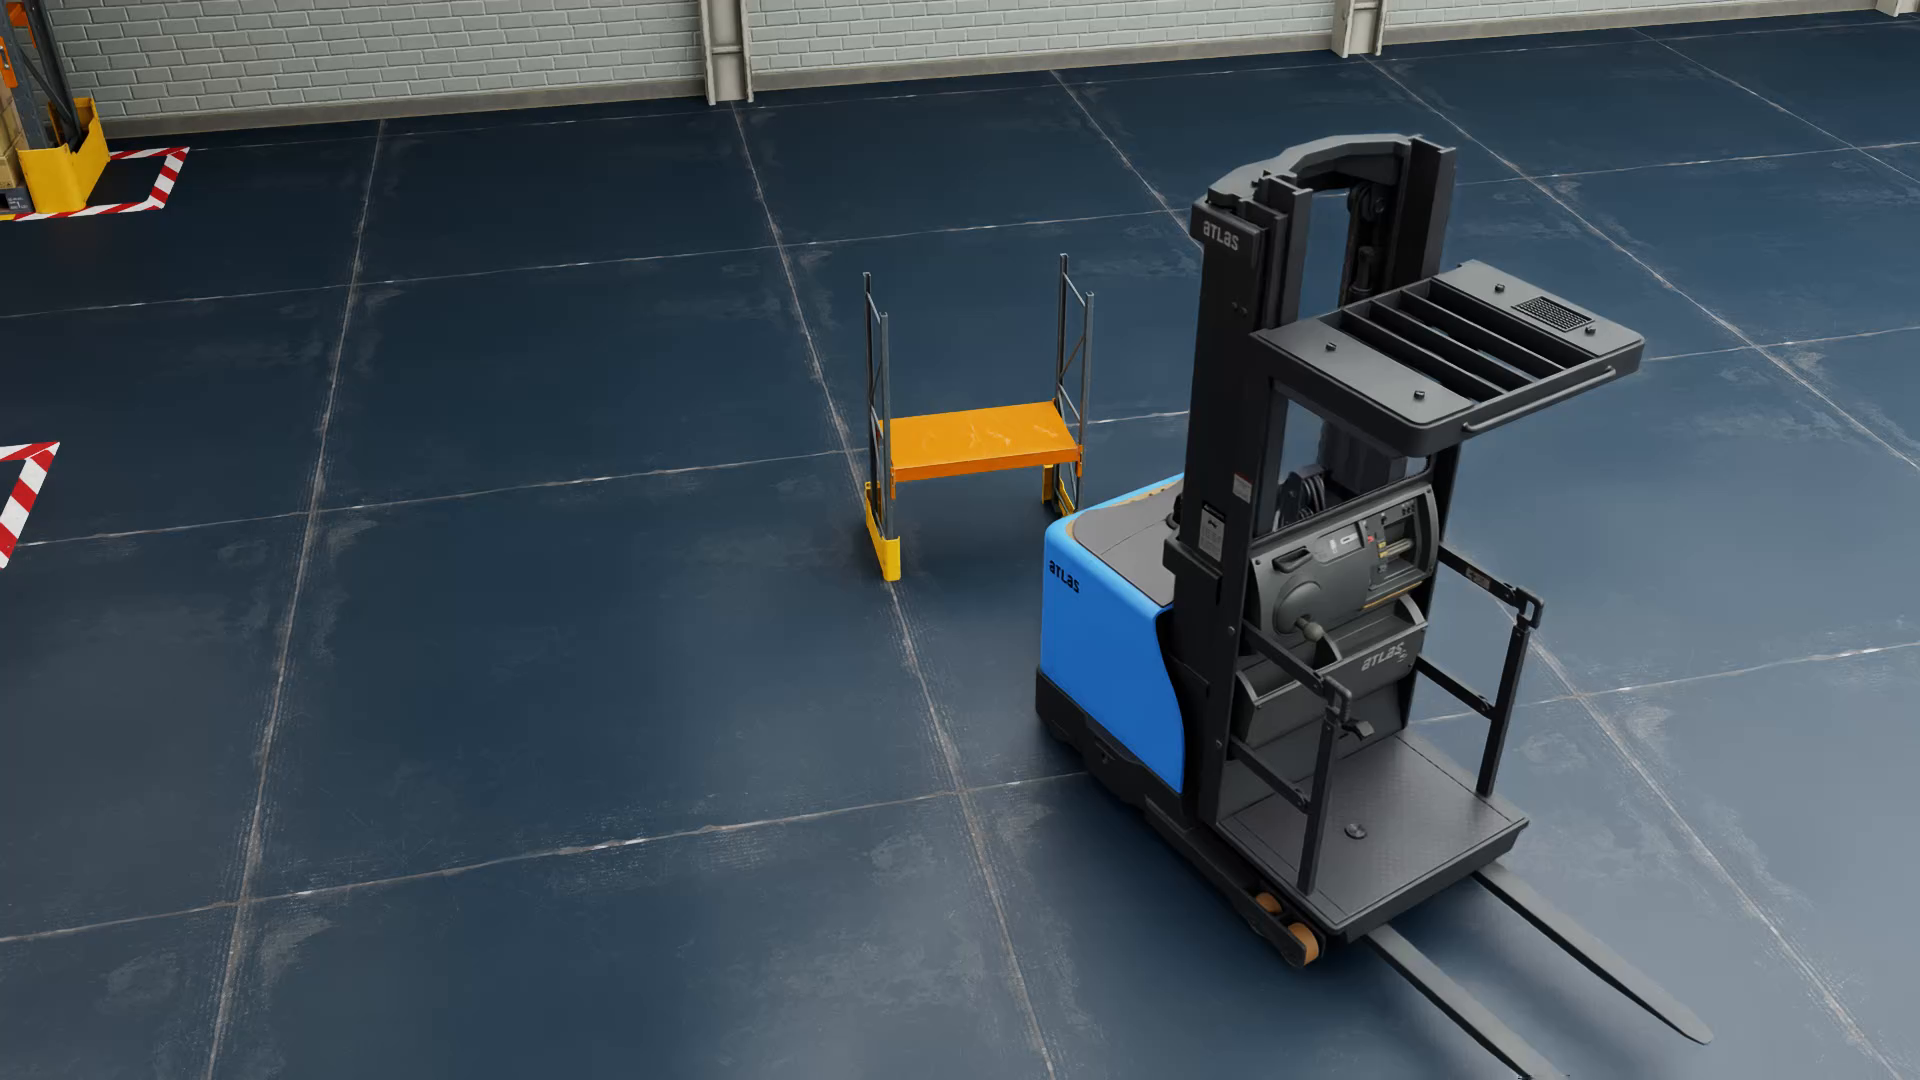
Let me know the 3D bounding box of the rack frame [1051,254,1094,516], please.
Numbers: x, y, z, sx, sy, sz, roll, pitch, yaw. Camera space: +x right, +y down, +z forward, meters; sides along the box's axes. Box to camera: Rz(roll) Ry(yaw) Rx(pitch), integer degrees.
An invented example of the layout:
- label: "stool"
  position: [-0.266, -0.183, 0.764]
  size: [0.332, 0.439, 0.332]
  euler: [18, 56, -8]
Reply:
- label: "rack frame"
  position: [0.579, -0.696, 8.664]
  size: [0.032, 1.500, 0.500]
  euler: [-7, 35, -11]

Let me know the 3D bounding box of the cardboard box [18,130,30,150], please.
- label: "cardboard box"
  position: [-7.556, -3.136, 13.046]
  size: [0.500, 0.250, 0.500]
  euler: [-7, 35, -10]

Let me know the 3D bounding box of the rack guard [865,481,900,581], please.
- label: "rack guard"
  position: [-0.411, -0.052, 8.826]
  size: [0.087, 0.250, 0.587]
  euler: [-7, 35, -11]

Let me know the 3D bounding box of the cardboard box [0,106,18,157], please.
- label: "cardboard box"
  position: [-7.440, -3.068, 12.496]
  size: [0.500, 0.250, 0.500]
  euler: [-8, 35, -11]

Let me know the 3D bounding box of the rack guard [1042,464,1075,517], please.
- label: "rack guard"
  position: [0.560, -0.174, 9.009]
  size: [0.087, 0.250, 0.587]
  euler: [-7, 35, -11]

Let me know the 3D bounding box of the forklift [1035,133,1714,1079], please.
- label: "forklift"
  position: [1.580, 0.142, 6.132]
  size: [1.130, 2.935, 3.031]
  euler: [-20, 39, -27]

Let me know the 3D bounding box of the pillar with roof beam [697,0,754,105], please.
- label: "pillar with roof beam"
  position: [-1.110, -5.351, 8.871]
  size: [0.400, 9.000, 9.100]
  euler: [-7, 35, -11]

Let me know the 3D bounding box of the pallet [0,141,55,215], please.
- label: "pallet"
  position: [-7.771, -2.783, 12.931]
  size: [1.213, 0.211, 1.003]
  euler: [-7, 35, -11]

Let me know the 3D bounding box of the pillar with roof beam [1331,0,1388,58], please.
- label: "pillar with roof beam"
  position: [4.742, -6.089, 9.970]
  size: [0.400, 9.000, 9.100]
  euler: [-7, 35, -11]

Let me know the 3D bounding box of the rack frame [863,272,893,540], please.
- label: "rack frame"
  position: [-0.413, -0.571, 8.478]
  size: [0.032, 1.500, 0.500]
  euler: [-7, 35, -11]

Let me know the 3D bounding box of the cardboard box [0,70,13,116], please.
- label: "cardboard box"
  position: [-7.414, -3.280, 12.362]
  size: [0.500, 0.250, 0.500]
  euler: [-6, 34, -9]

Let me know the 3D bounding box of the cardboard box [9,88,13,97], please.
- label: "cardboard box"
  position: [-7.544, -3.549, 12.764]
  size: [0.500, 0.250, 0.500]
  euler: [-8, 35, -11]

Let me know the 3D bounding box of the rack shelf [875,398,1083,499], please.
- label: "rack shelf"
  position: [0.083, -0.484, 8.671]
  size: [1.000, 0.185, 0.538]
  euler: [-7, 35, -11]

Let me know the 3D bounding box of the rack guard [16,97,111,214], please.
- label: "rack guard"
  position: [-7.011, -3.023, 13.029]
  size: [0.348, 0.500, 1.175]
  euler: [-7, 35, -11]

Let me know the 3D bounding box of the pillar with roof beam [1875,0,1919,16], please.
- label: "pillar with roof beam"
  position: [10.594, -6.826, 11.069]
  size: [0.400, 9.000, 9.100]
  euler: [-7, 35, -11]

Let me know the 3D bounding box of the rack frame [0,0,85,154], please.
- label: "rack frame"
  position: [-7.034, -4.058, 12.328]
  size: [0.127, 3.000, 1.000]
  euler: [-7, 35, -11]

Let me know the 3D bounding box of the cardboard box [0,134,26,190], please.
- label: "cardboard box"
  position: [-7.423, -2.861, 12.635]
  size: [0.500, 0.250, 0.500]
  euler: [-7, 34, -10]

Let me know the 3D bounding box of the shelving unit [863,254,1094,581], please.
- label: "shelving unit"
  position: [0.074, -0.632, 8.569]
  size: [1.083, 1.500, 0.587]
  euler: [-7, 35, -11]

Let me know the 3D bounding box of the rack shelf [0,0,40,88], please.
- label: "rack shelf"
  position: [-8.985, -3.513, 12.162]
  size: [4.000, 0.370, 1.077]
  euler: [-7, 35, -11]

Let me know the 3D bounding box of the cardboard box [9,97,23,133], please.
- label: "cardboard box"
  position: [-7.538, -3.353, 12.920]
  size: [0.500, 0.250, 0.500]
  euler: [-7, 34, -10]
